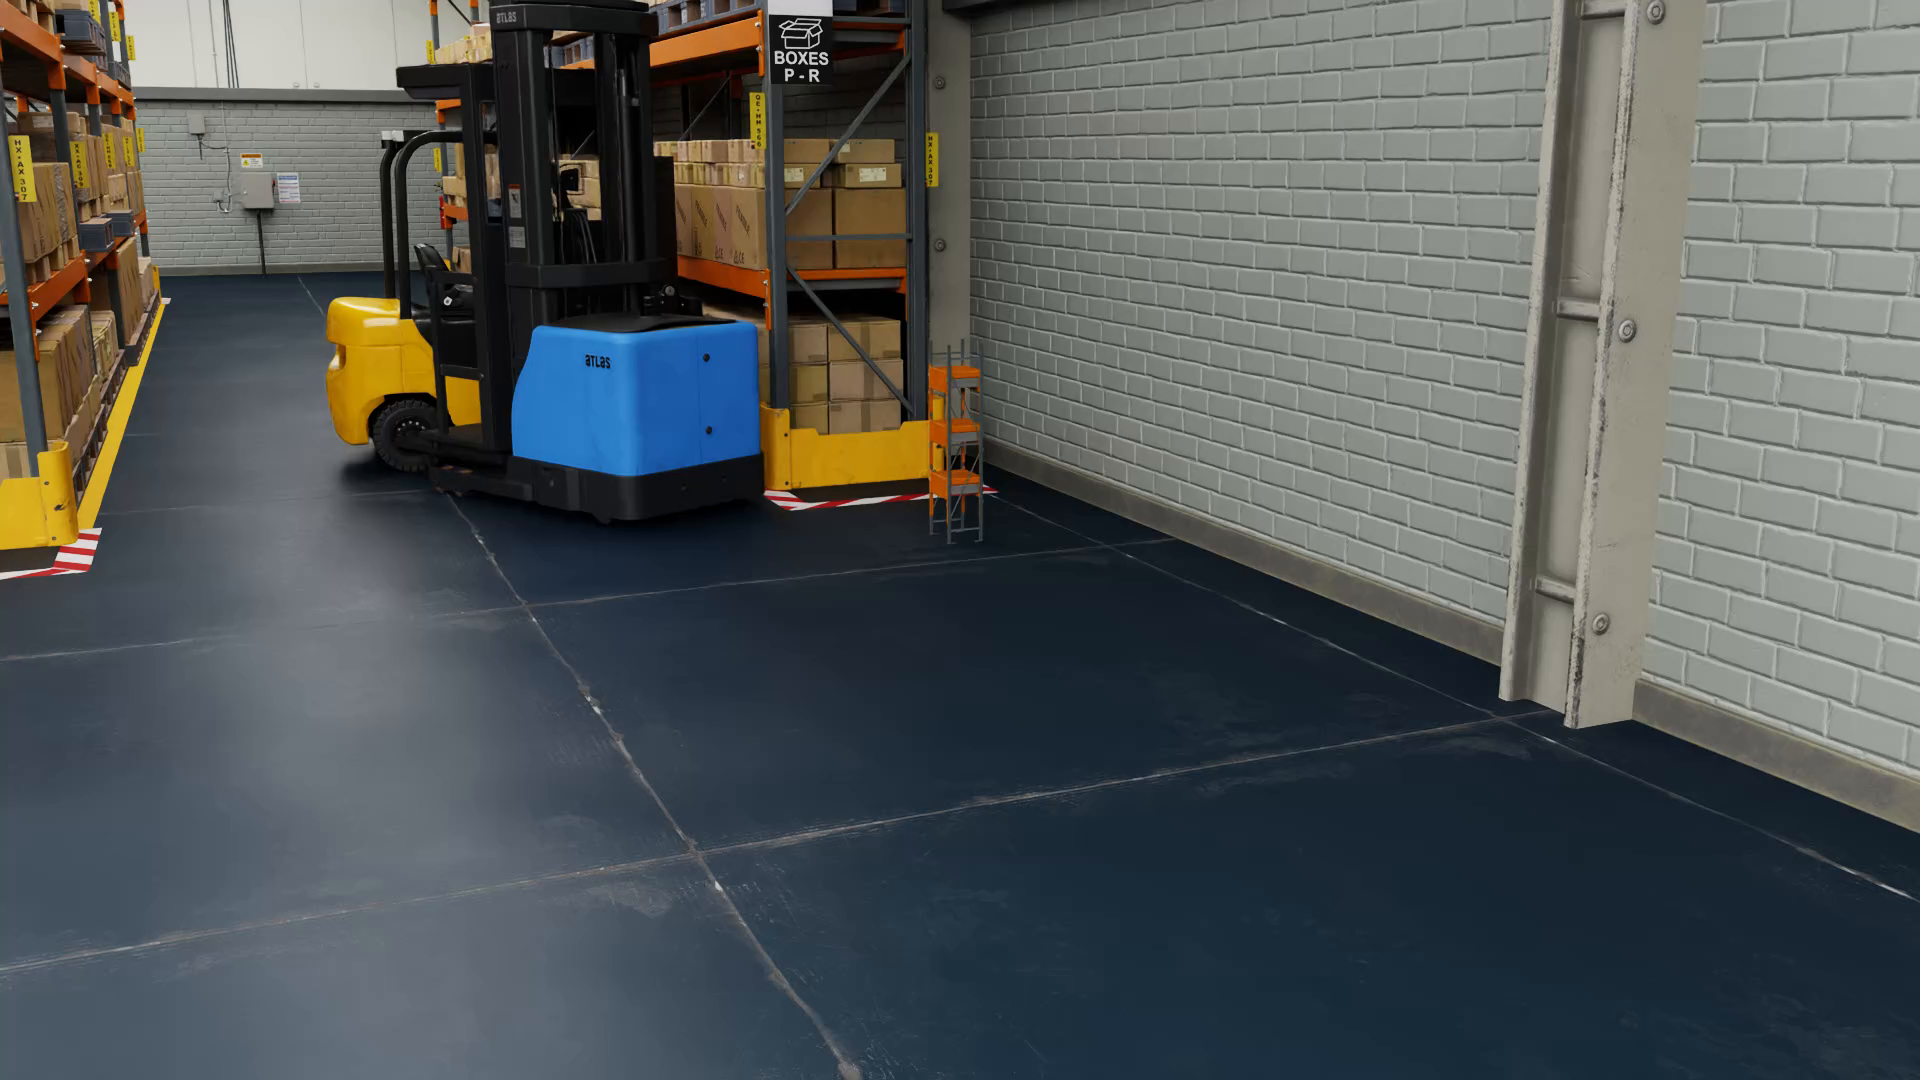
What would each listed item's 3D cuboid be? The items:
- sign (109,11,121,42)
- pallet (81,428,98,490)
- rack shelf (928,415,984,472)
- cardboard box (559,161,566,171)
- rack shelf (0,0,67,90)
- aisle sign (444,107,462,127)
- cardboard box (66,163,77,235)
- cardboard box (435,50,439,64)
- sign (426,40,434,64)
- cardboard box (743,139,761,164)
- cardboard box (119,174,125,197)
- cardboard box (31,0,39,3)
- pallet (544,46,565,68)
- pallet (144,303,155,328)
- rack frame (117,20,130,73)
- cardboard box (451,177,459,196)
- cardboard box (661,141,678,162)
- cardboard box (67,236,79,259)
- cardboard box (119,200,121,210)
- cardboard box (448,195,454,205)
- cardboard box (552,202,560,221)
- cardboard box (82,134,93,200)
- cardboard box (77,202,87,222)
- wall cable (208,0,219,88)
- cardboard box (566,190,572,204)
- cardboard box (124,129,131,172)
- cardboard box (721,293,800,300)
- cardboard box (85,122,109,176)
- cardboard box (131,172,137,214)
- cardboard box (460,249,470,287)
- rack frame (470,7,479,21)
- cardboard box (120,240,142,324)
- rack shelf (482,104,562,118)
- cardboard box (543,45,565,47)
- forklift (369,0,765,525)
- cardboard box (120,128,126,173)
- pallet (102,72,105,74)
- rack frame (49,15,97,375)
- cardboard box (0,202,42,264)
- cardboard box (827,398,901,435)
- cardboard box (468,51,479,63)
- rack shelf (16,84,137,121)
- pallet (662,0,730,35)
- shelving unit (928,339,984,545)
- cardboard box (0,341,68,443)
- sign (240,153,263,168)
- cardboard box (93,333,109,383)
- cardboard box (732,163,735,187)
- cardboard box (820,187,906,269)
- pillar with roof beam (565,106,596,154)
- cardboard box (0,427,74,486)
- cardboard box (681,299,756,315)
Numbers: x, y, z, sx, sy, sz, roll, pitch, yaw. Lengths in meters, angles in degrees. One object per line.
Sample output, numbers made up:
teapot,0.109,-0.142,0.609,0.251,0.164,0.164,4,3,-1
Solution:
sign,-9.553,-5.802,18.789,0.100,0.325,0.005,-6,14,-23
pallet,-6.048,-0.485,10.497,1.003,0.211,1.213,-6,14,-23
rack shelf,-0.021,-0.512,8.802,0.215,0.259,0.240,-6,14,-23
cardboard box,-3.689,-3.621,16.201,0.380,0.149,0.250,-5,14,-22
rack shelf,-6.041,-2.929,9.817,1.077,0.370,4.000,-6,14,-23
aisle sign,-7.399,-6.414,24.165,0.394,0.787,0.004,-6,14,-23
cardboard box,-6.436,-2.356,11.515,0.500,0.500,0.500,-6,14,-24
cardboard box,-7.155,-6.822,23.607,0.500,0.250,0.500,-6,14,-24
sign,-7.600,-6.998,23.863,0.100,0.325,0.005,-6,14,-23
cardboard box,-1.157,-2.467,10.557,0.380,0.149,0.250,-6,14,-23
cardboard box,-9.227,-3.777,17.759,0.500,0.250,0.500,-5,14,-22
cardboard box,-6.024,-3.487,10.304,0.500,0.250,0.500,-6,14,-24
pallet,-3.544,-4.744,16.483,1.213,0.211,1.003,-5,14,-20
pallet,-10.280,-2.690,20.025,1.003,0.211,1.213,-6,14,-23
rack frame,-11.649,-7.634,21.895,1.000,3.000,0.127,-6,14,-23
cardboard box,-6.759,-4.905,23.084,0.500,0.250,0.500,-6,14,-24
cardboard box,-2.004,-2.886,12.368,0.380,0.149,0.250,-6,14,-24
cardboard box,-6.328,-2.019,11.500,0.380,0.149,0.250,-5,14,-22
cardboard box,-9.037,-3.424,17.343,0.500,0.250,0.500,-6,14,-23
cardboard box,-7.222,-4.945,24.140,0.380,0.149,0.250,-6,14,-23
cardboard box,-3.747,-3.216,16.445,0.500,0.250,0.500,-6,14,-24
cardboard box,-6.968,-2.856,12.745,0.500,0.500,0.500,-6,14,-23
cardboard box,-6.774,-2.457,12.457,0.380,0.149,0.250,-5,14,-22
wall cable,-13.495,-8.851,27.154,2.355,3.000,0.029,-6,14,-23
cardboard box,-3.551,-3.351,15.918,0.500,0.250,0.500,-6,14,-24
cardboard box,-10.212,-4.645,19.850,0.500,0.500,0.500,-6,14,-24
cardboard box,-1.514,-1.740,12.683,0.500,0.250,0.500,-6,14,-23
cardboard box,-8.418,-3.718,15.842,0.500,0.500,0.500,-6,14,-25
cardboard box,-10.193,-4.158,19.961,0.500,0.500,0.500,-6,14,-23
cardboard box,-6.638,-3.832,23.385,0.700,0.500,0.500,-5,14,-21
rack frame,-5.500,-7.256,20.265,1.000,3.000,0.127,-6,14,-23
cardboard box,-9.356,-2.747,17.867,0.875,0.875,0.875,-5,14,-21
rack shelf,-4.699,-5.031,18.899,1.077,0.370,4.000,-6,14,-23
cardboard box,-4.036,-5.008,16.570,0.380,0.166,0.250,-6,14,-23
forklift,-2.594,-1.765,9.994,3.031,2.935,1.130,11,17,39
cardboard box,-9.638,-4.351,18.576,0.500,0.500,0.500,-5,14,-21
pallet,-9.202,-4.786,16.664,1.003,0.211,1.213,-5,14,-20
rack frame,-6.842,-2.232,11.859,1.000,3.000,0.127,-6,14,-23
cardboard box,-5.175,-1.722,8.775,0.500,0.500,0.500,-6,14,-24
cardboard box,-0.711,-0.838,11.007,0.500,0.250,0.500,-6,14,-23
cardboard box,-5.673,-5.772,19.906,0.380,0.149,0.250,-5,14,-22
rack shelf,-10.848,-5.408,20.529,1.077,0.370,4.000,-6,14,-23
pallet,-1.445,-3.673,11.633,1.003,0.211,1.213,-6,14,-23
shelving unit,-0.021,-0.523,8.799,0.215,1.050,0.252,-6,14,-23
cardboard box,-5.320,-0.832,9.316,0.500,0.500,0.500,-6,14,-25
sign,-12.080,-6.473,28.356,0.339,0.242,0.001,-6,14,-23
cardboard box,-7.346,-1.412,13.216,0.950,0.372,0.625,-5,14,-19
cardboard box,-1.266,-2.375,10.817,0.380,0.149,0.250,-5,14,-22
cardboard box,-0.637,-2.030,10.769,0.500,0.500,0.500,-5,14,-21
pillar with roof beam,-8.898,-7.093,19.558,9.100,9.000,0.400,-6,14,-23
cardboard box,-5.310,-0.462,9.380,0.500,0.250,0.500,-6,14,-23
cardboard box,-1.781,-1.587,12.024,0.500,0.250,0.500,-6,14,-24
